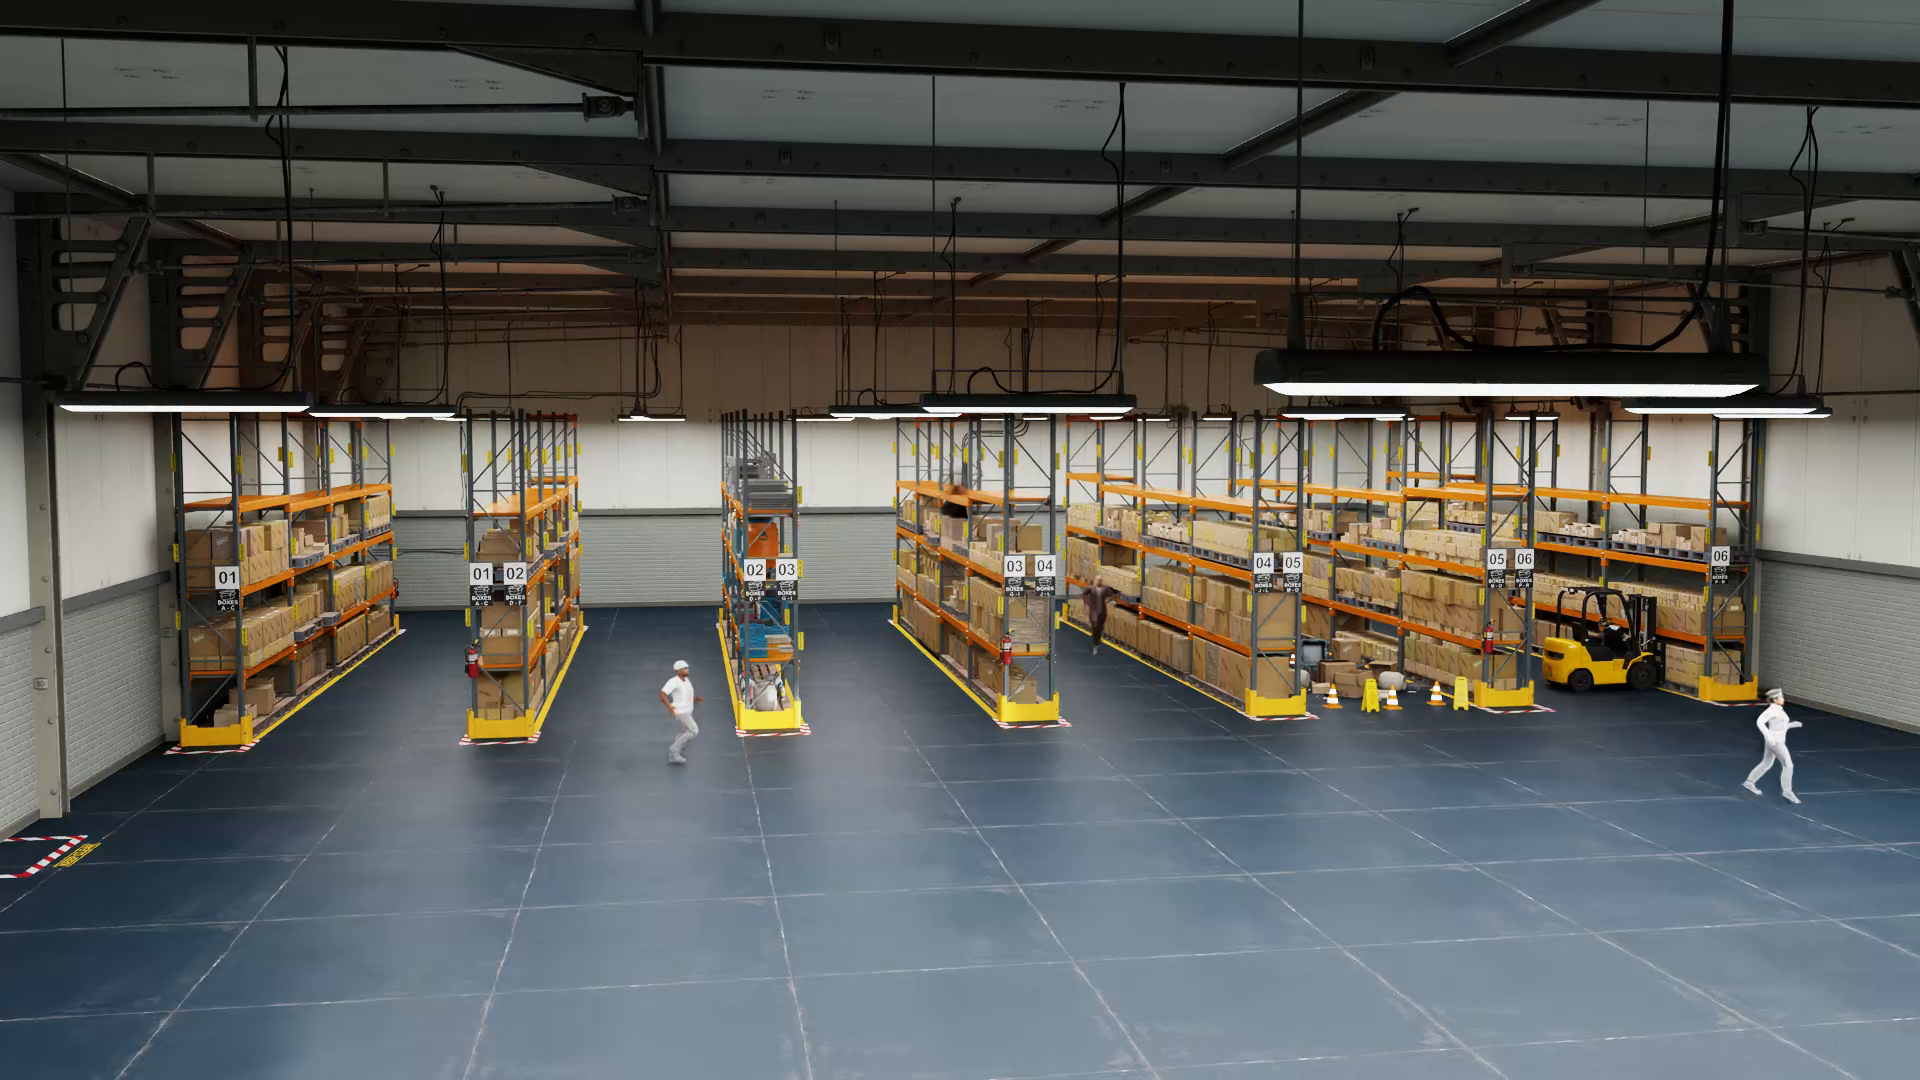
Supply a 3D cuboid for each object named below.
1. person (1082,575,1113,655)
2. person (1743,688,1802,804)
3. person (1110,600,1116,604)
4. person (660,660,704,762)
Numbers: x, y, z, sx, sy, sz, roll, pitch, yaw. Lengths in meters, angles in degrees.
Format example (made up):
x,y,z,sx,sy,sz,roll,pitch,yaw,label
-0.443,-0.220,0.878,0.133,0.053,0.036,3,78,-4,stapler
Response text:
x,y,z,sx,sy,sz,roll,pitch,yaw,label
3.328,1.787,39.941,0.689,1.894,0.820,-1,4,-9,person
12.369,3.105,25.267,0.791,1.741,0.587,2,4,25,person
4.452,1.405,49.840,0.724,1.757,0.647,-3,5,-36,person
-4.633,2.890,27.995,0.632,1.726,0.683,1,4,13,person
